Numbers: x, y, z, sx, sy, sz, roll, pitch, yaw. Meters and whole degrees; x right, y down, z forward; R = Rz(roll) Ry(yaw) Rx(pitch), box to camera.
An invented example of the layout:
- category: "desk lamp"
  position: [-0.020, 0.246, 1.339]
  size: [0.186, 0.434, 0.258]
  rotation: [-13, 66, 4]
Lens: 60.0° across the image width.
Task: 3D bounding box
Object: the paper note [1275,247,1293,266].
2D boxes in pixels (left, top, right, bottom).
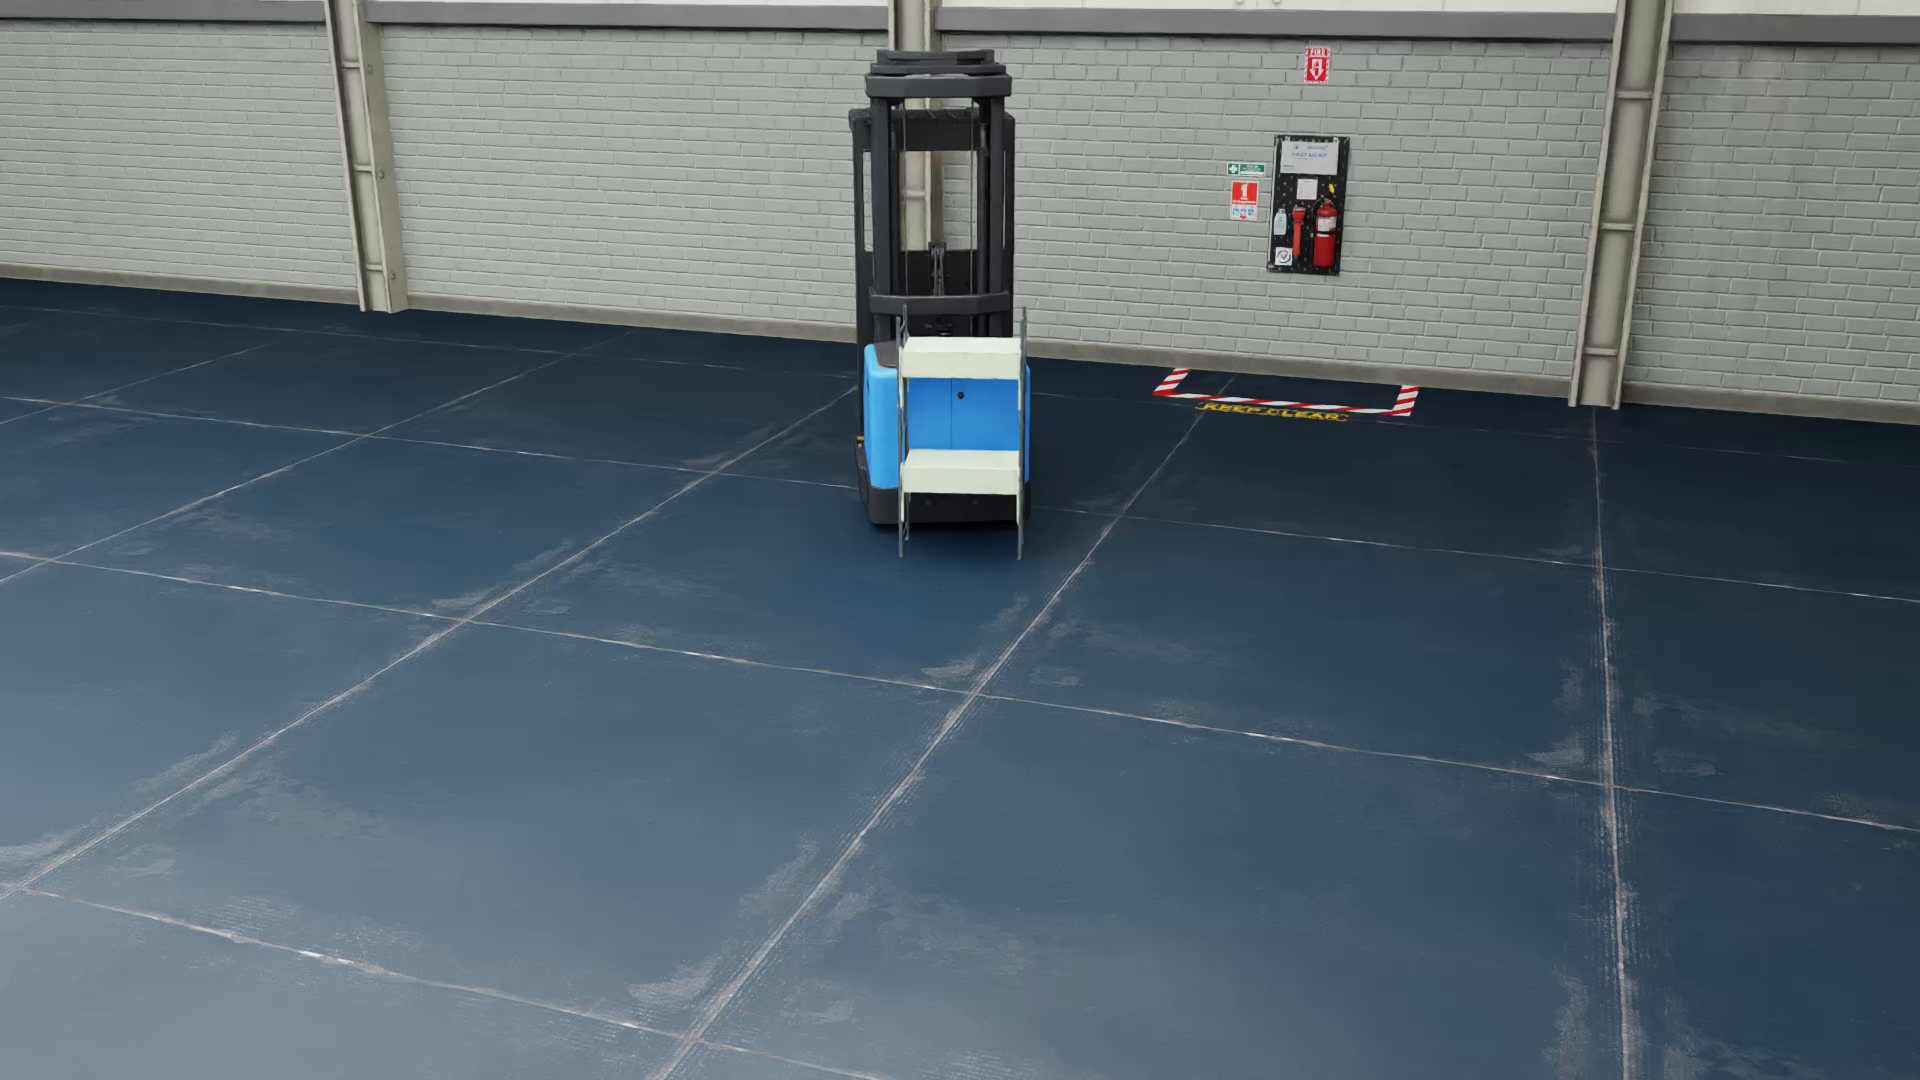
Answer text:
- category: "paper note"
  position: [2.804, -2.455, 14.401]
  size: [0.142, 0.148, 0.016]
  rotation: [7, 20, 18]

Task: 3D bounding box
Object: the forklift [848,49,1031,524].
- category: "forklift"
  position: [-0.200, -1.925, 11.646]
  size: [1.130, 2.935, 3.031]
  rotation: [-2, 19, -5]

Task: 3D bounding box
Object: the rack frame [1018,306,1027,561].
- category: "rack frame"
  position: [0.380, -0.647, 10.153]
  size: [0.023, 1.500, 0.400]
  rotation: [1, 19, 4]

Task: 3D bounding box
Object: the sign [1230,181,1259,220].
- category: "sign"
  position: [2.460, -2.939, 14.398]
  size: [0.234, 0.329, 0.001]
  rotation: [7, 20, 18]

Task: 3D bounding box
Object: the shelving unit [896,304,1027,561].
- category: "shelving unit"
  position: [0.015, -0.655, 10.177]
  size: [0.755, 1.500, 0.431]
  rotation: [1, 19, 4]

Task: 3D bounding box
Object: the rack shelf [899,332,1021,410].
- category: "rack shelf"
  position: [0.015, -1.024, 10.049]
  size: [0.720, 0.370, 0.431]
  rotation: [1, 19, 4]

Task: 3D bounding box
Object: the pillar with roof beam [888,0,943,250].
- category: "pillar with roof beam"
  position: [-1.810, -4.694, 10.372]
  size: [0.400, 9.000, 9.100]
  rotation: [7, 20, 18]

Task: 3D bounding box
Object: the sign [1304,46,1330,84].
- category: "sign"
  position: [2.973, -3.957, 13.850]
  size: [0.199, 0.298, 0.001]
  rotation: [7, 20, 18]

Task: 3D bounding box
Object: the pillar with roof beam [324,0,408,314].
- category: "pillar with roof beam"
  position: [-7.478, -5.343, 12.231]
  size: [0.400, 9.000, 9.100]
  rotation: [7, 20, 18]

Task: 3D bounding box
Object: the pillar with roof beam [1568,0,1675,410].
- category: "pillar with roof beam"
  position: [3.857, -4.046, 8.513]
  size: [0.400, 9.000, 9.100]
  rotation: [7, 20, 18]

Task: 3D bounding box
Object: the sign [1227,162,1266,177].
- category: "sign"
  position: [2.461, -3.186, 14.301]
  size: [0.331, 0.109, 0.001]
  rotation: [7, 20, 18]

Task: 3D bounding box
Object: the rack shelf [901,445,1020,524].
- category: "rack shelf"
  position: [0.015, -0.347, 10.284]
  size: [0.720, 0.370, 0.431]
  rotation: [1, 19, 4]

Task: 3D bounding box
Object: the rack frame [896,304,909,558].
- category: "rack frame"
  position: [-0.350, -0.664, 10.201]
  size: [0.023, 1.500, 0.400]
  rotation: [1, 19, 4]

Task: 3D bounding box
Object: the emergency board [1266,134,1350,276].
- category: "emergency board"
  position: [2.948, -2.831, 14.140]
  size: [0.643, 1.169, 0.194]
  rotation: [7, 20, 18]
